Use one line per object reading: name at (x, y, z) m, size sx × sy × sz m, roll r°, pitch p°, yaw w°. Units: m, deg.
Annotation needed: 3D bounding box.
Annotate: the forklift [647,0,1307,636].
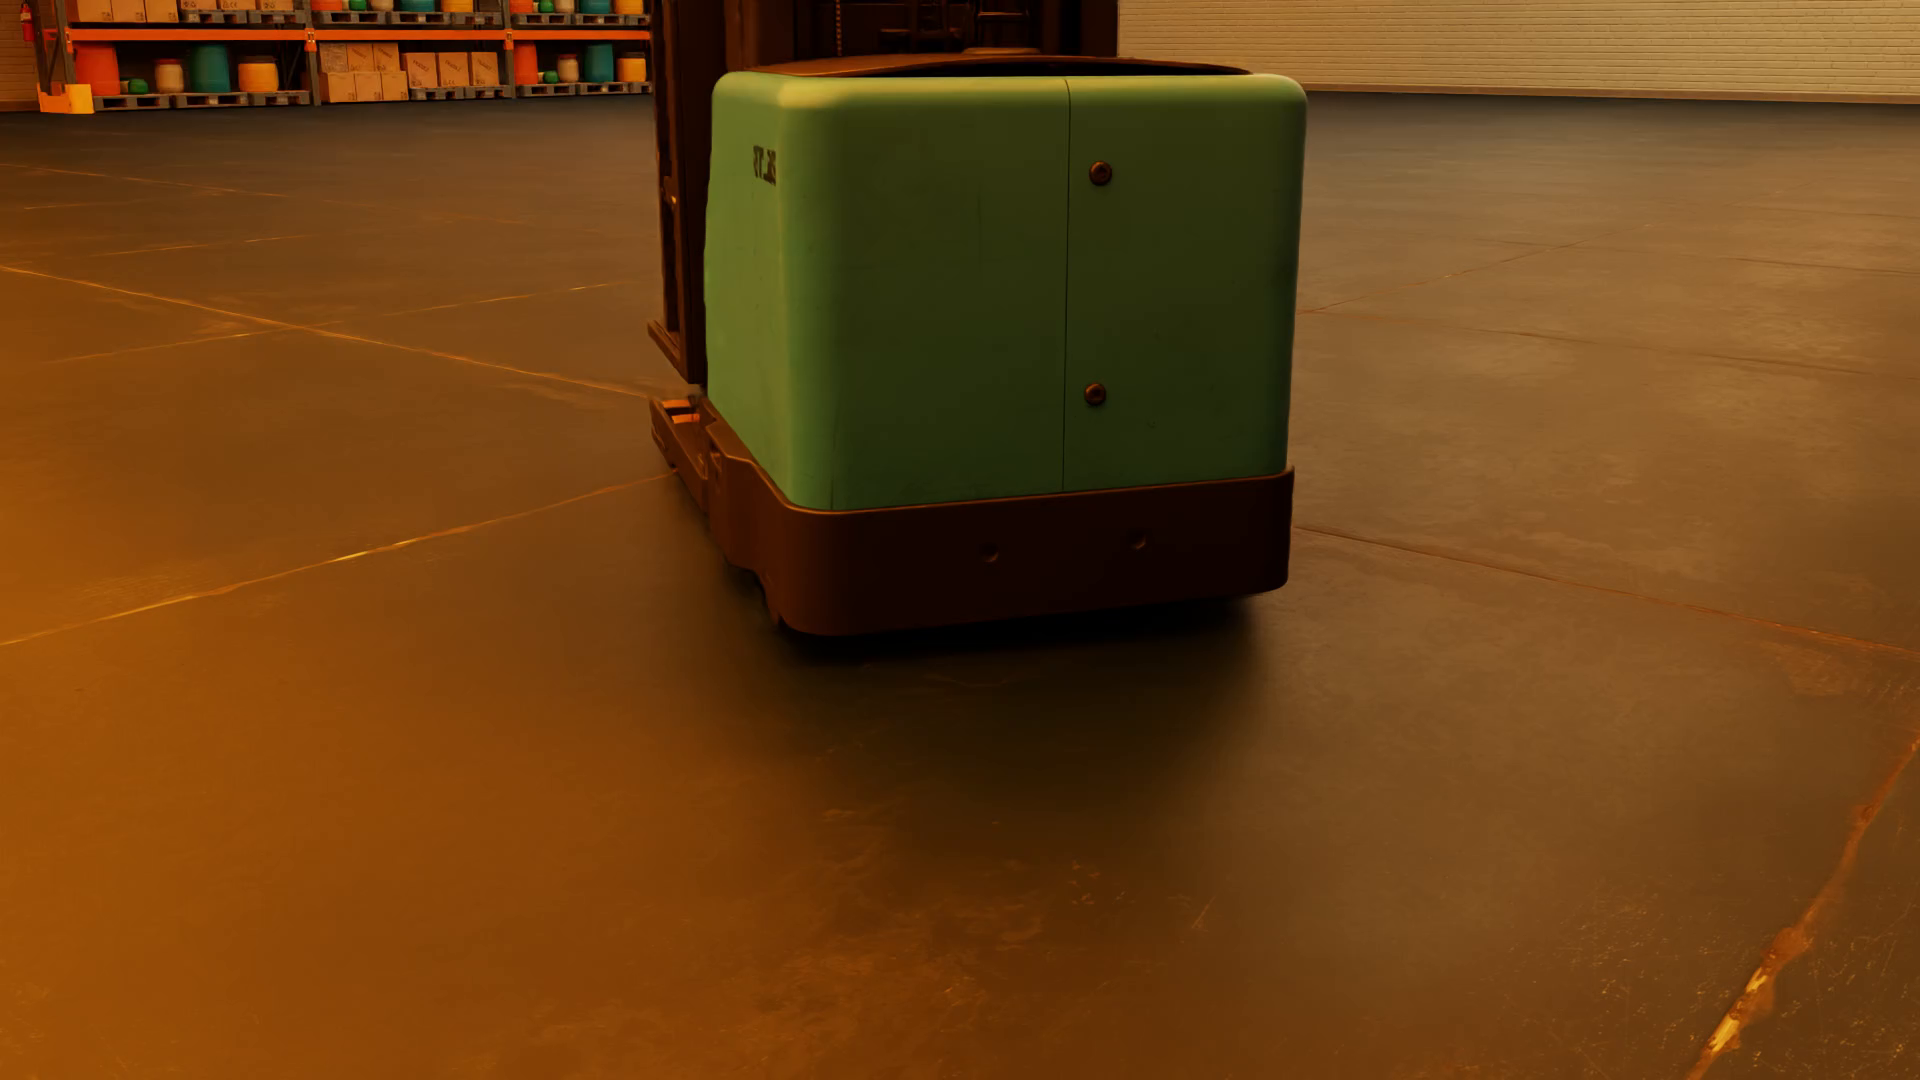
forklift at (-0.248, -1.611, 4.202) m, size 1.130 × 2.935 × 3.031 m, roll -5°, pitch 18°, yaw -16°
